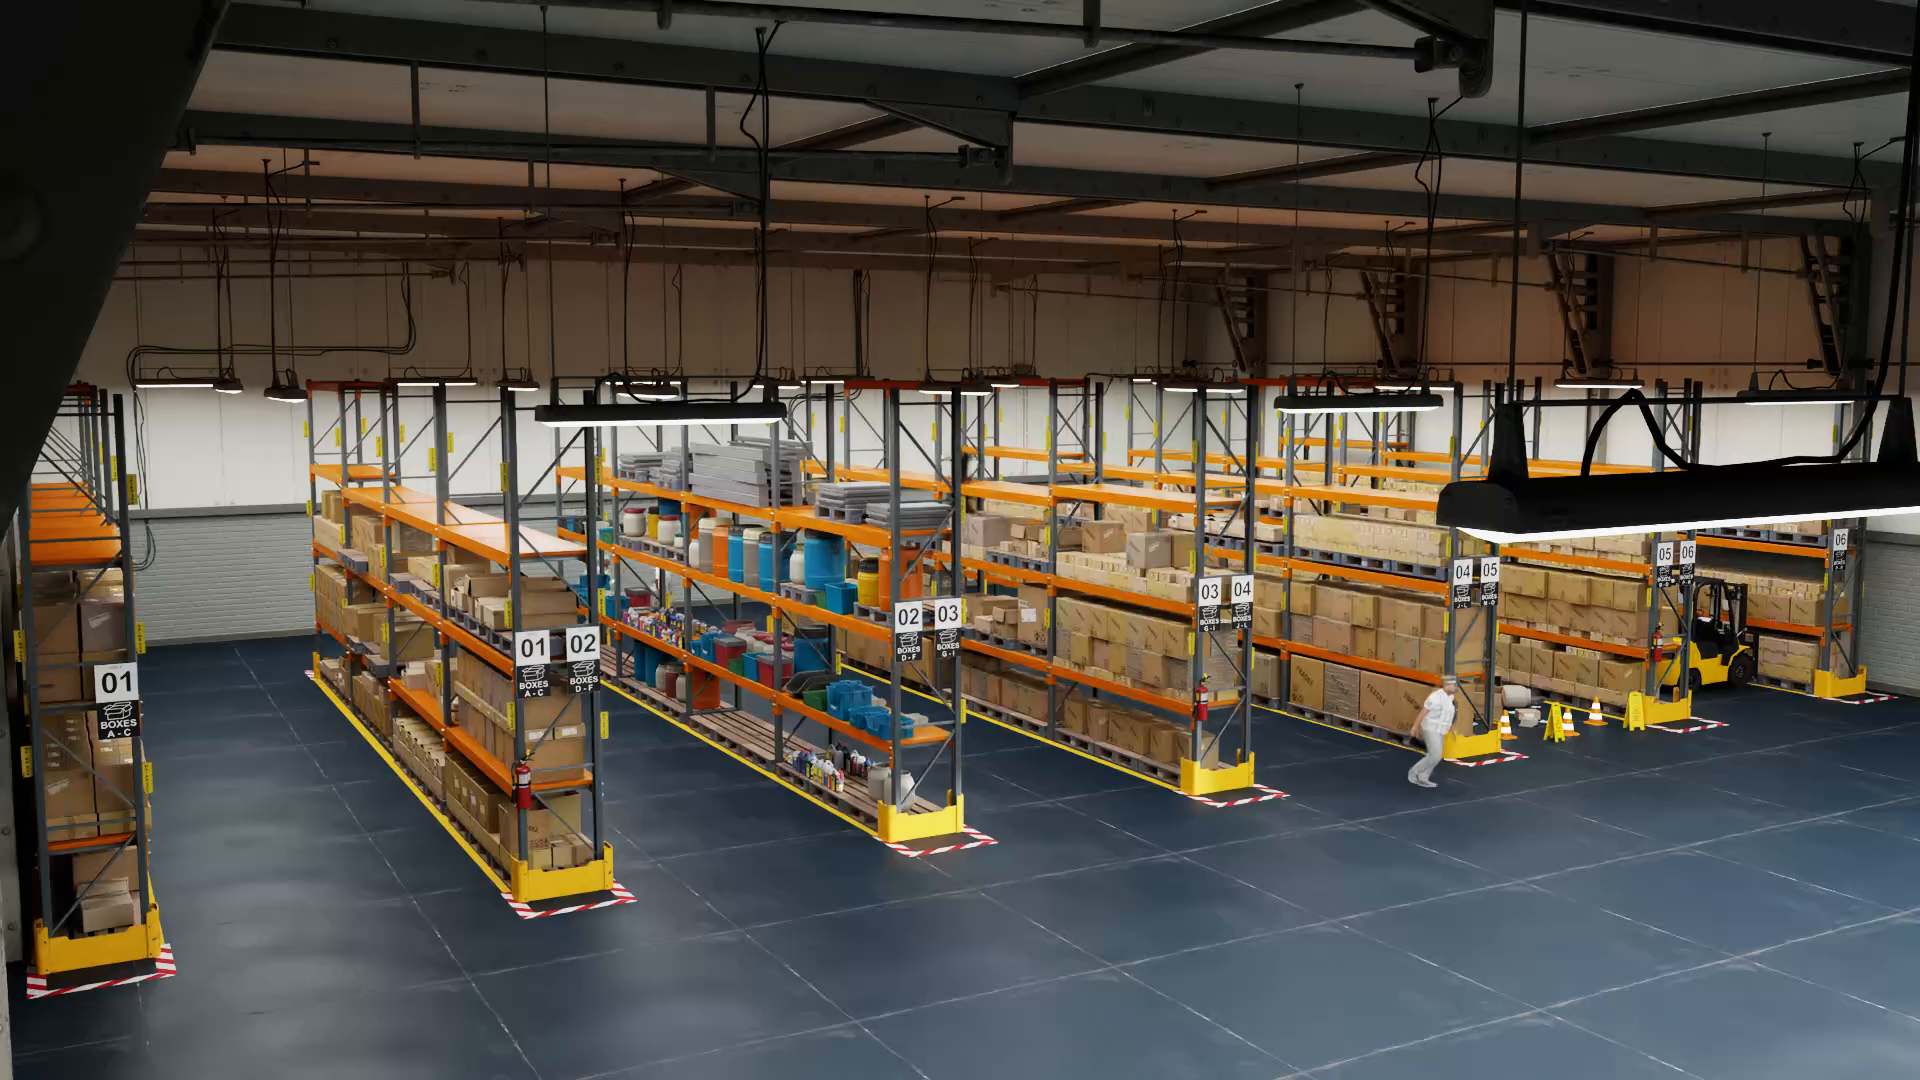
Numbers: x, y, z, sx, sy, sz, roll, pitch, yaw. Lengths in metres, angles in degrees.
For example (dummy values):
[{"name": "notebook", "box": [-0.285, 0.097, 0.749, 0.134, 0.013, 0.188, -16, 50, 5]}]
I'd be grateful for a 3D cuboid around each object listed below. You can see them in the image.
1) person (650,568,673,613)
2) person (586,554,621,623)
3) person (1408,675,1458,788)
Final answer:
[{"name": "person", "box": [-7.286, 1.224, 40.234, 0.838, 1.696, 0.772, 2, 6, 17]}, {"name": "person", "box": [-8.430, 1.254, 39.390, 0.859, 1.842, 0.669, 0, 6, 2]}, {"name": "person", "box": [7.060, 2.856, 24.811, 0.604, 1.703, 0.711, 5, 8, 40]}]
